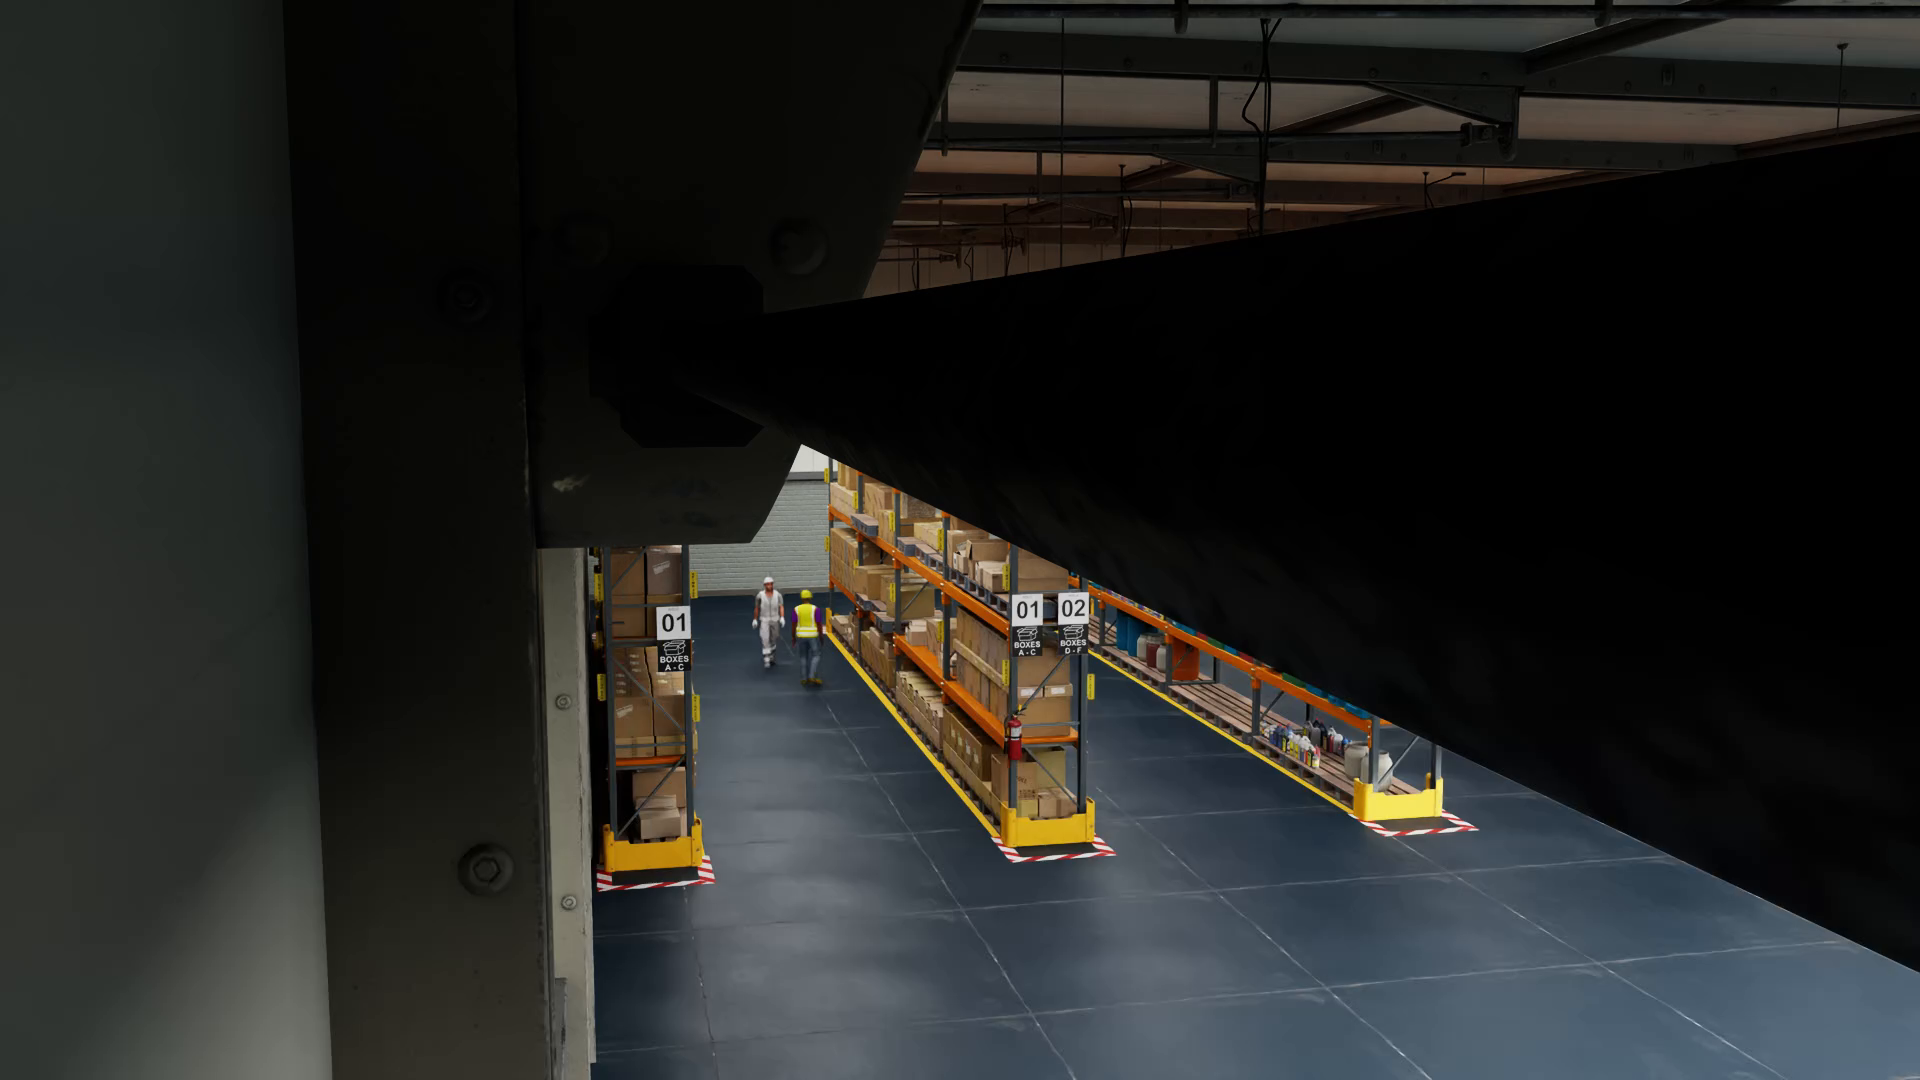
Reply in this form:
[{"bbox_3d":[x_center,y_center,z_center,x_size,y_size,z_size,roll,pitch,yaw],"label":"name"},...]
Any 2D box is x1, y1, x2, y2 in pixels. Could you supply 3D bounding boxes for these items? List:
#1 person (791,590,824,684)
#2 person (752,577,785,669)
[{"bbox_3d":[-2.830,1.805,30.841,0.610,1.765,0.512,1,7,12],"label":"person"},{"bbox_3d":[-3.719,1.585,32.487,0.600,1.721,1.050,-2,7,-17],"label":"person"}]
